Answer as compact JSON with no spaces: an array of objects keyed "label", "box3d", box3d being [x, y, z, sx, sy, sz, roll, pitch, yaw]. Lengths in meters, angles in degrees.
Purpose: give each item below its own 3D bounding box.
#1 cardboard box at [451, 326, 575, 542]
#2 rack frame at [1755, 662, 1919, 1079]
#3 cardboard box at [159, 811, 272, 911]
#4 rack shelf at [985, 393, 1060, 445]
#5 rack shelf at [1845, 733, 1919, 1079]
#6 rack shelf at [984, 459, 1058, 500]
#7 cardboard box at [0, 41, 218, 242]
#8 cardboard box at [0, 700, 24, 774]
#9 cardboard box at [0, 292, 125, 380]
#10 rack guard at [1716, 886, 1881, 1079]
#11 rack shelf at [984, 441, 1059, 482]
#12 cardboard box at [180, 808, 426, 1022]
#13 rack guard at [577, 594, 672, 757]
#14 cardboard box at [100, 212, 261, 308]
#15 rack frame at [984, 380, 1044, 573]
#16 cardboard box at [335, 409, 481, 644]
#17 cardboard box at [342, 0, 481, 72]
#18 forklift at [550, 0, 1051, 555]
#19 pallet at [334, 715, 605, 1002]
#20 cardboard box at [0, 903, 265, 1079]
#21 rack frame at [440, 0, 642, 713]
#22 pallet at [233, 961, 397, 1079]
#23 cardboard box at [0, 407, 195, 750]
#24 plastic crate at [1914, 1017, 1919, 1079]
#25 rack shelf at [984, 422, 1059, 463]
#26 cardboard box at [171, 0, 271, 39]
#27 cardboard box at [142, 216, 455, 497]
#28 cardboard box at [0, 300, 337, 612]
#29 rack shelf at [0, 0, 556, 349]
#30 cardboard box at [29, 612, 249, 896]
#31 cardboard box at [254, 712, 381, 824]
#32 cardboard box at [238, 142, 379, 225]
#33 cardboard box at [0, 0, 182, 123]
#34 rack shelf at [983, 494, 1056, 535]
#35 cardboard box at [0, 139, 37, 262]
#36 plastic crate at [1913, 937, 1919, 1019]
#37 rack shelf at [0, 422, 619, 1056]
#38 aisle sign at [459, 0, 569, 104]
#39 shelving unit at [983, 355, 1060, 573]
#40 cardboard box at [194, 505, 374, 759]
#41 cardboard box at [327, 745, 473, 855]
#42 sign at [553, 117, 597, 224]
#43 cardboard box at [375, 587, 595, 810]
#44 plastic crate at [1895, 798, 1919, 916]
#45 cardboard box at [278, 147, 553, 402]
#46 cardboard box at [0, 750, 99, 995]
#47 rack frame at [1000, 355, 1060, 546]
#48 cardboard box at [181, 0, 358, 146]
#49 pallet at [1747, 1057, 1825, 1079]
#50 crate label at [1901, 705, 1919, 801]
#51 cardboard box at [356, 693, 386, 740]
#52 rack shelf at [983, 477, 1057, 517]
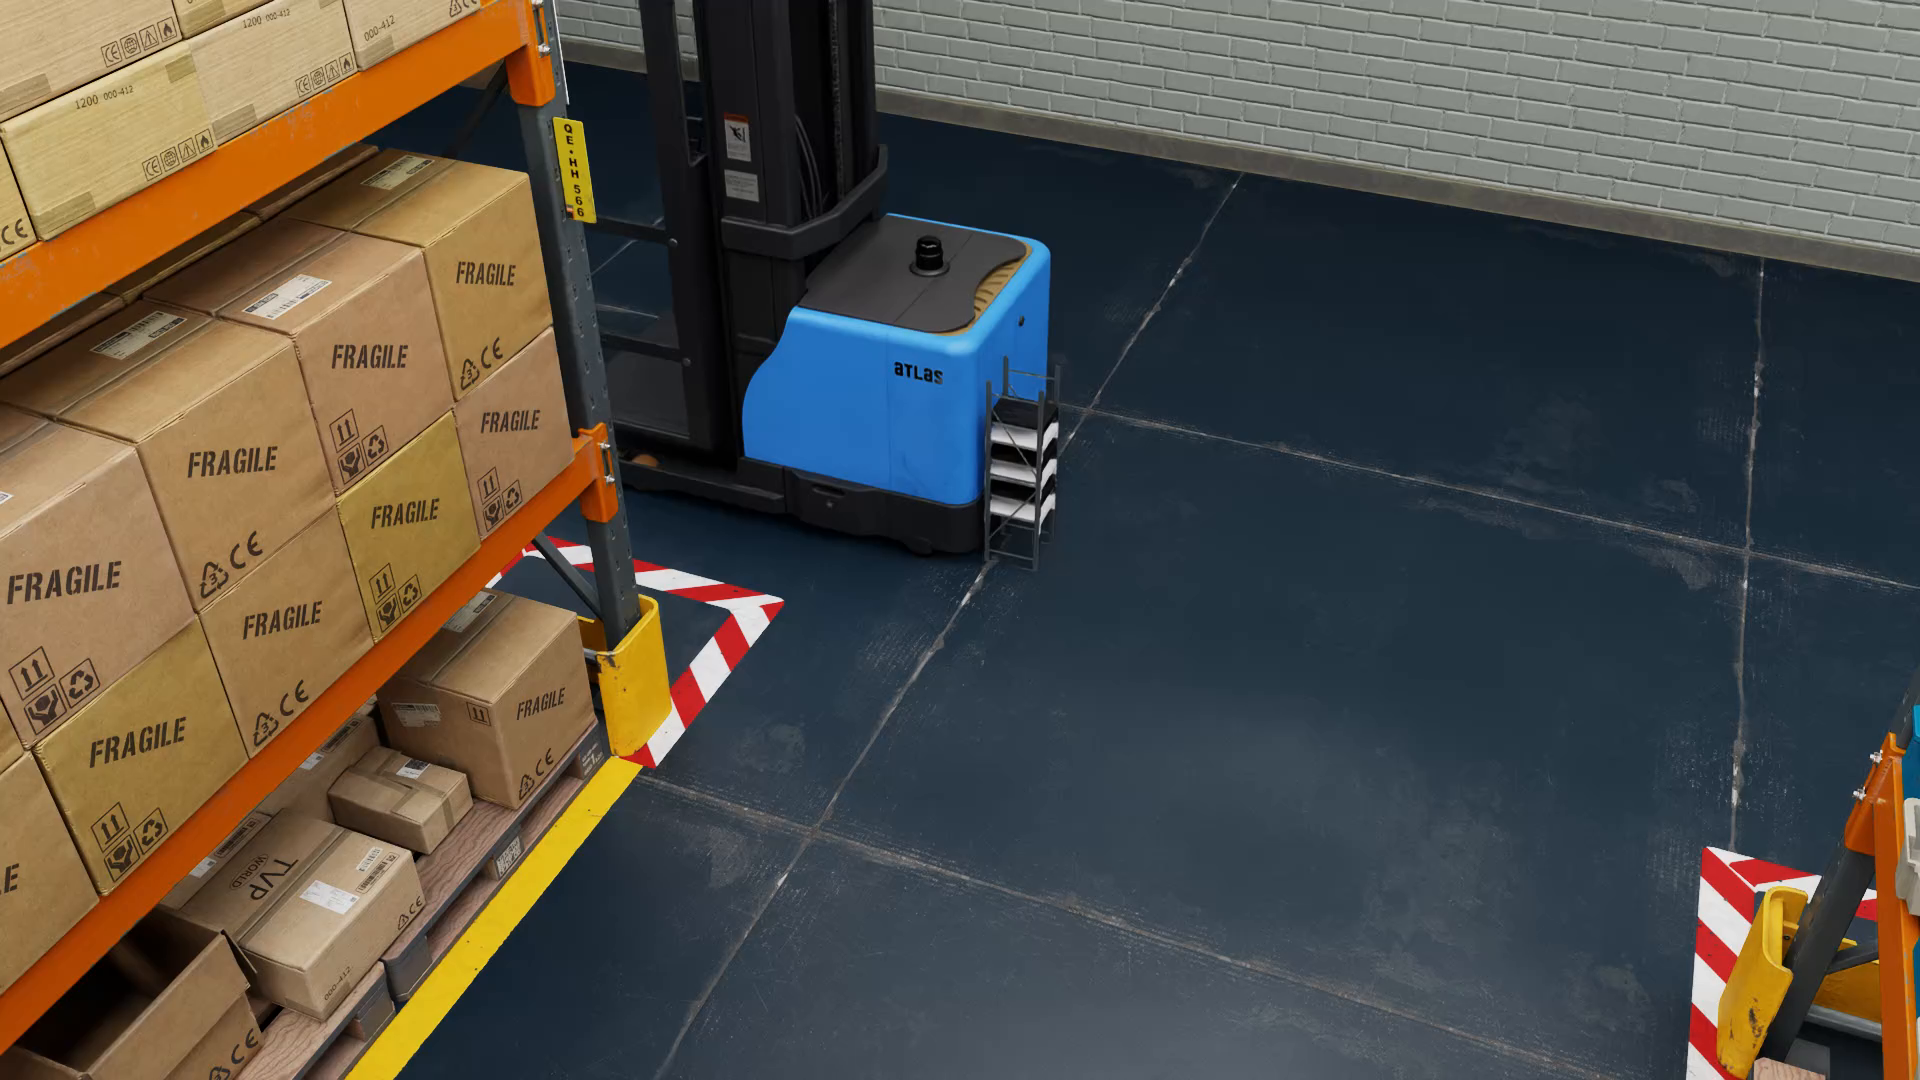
[{"label":"cardboard box","box3d":[-1.581,-0.385,5.176,0.500,0.500,0.500,15,39,19]},{"label":"rack frame","box3d":[2.917,0.475,4.109,1.000,3.000,0.127,14,39,18]},{"label":"cardboard box","box3d":[-2.512,1.060,5.255,0.500,0.250,0.500,14,39,18]},{"label":"rack shelf","box3d":[0.253,-0.495,6.765,0.258,0.077,0.200,13,39,16]},{"label":"rack shelf","box3d":[2.156,1.871,2.842,1.077,0.370,4.000,14,39,18]},{"label":"rack shelf","box3d":[0.253,-0.278,6.926,0.258,0.077,0.200,13,39,16]},{"label":"cardboard box","box3d":[-1.992,-0.898,3.566,0.500,0.250,0.500,14,39,18]},{"label":"cardboard box","box3d":[-2.353,0.352,3.355,0.500,0.500,0.500,13,39,16]},{"label":"cardboard box","box3d":[-2.462,-0.343,4.285,0.500,0.500,0.500,14,39,18]},{"label":"rack guard","box3d":[2.914,1.460,4.879,1.175,0.500,0.348,14,39,18]},{"label":"rack shelf","box3d":[0.253,-0.350,6.872,0.258,0.077,0.200,13,39,16]},{"label":"cardboard box","box3d":[-2.030,1.146,5.140,0.500,0.250,0.500,14,39,18]},{"label":"rack guard","box3d":[-1.691,0.388,6.313,1.175,0.500,0.348,14,39,18]},{"label":"cardboard box","box3d":[-2.267,-0.619,4.654,0.500,0.500,0.500,14,39,18]},{"label":"rack frame","box3d":[0.217,-0.248,6.830,0.240,0.900,0.006,13,39,16]},{"label":"cardboard box","box3d":[-1.775,-0.097,4.791,0.500,0.500,0.500,14,39,18]},{"label":"cardboard box","box3d":[-1.614,-1.452,4.307,0.500,0.250,0.500,14,39,18]},{"label":"forklift","box3d":[-1.162,-1.672,7.039,3.031,2.935,1.130,14,39,17]},{"label":"pallet","box3d":[-1.993,0.946,5.809,1.003,0.211,1.213,14,39,18]},{"label":"cardboard box","box3d":[-2.474,1.342,4.667,0.797,0.503,0.637,14,39,18]},{"label":"rack frame","box3d":[-1.662,-0.655,5.621,1.000,3.000,0.127,14,39,18]},{"label":"pallet","box3d":[-2.459,1.619,4.908,1.003,0.211,1.213,14,39,18]},{"label":"cardboard box","box3d":[-2.157,0.066,3.738,0.500,0.500,0.500,15,39,19]},{"label":"plastic crate","box3d":[2.062,1.153,3.372,0.250,0.136,0.298,14,39,18]},{"label":"rack shelf","box3d":[0.253,-0.422,6.819,0.258,0.077,0.200,13,39,16]},{"label":"cardboard box","box3d":[-1.812,-1.377,3.789,0.500,0.250,0.500,14,39,18]},{"label":"cardboard box","box3d":[-1.769,-0.507,4.504,0.500,0.500,0.500,15,39,19]},{"label":"cardboard box","box3d":[-1.962,-0.219,4.118,0.500,0.500,0.500,15,39,19]},{"label":"rack shelf","box3d":[-2.423,-0.461,3.457,1.077,0.370,4.000,14,39,18]},{"label":"cardboard box","box3d":[-2.162,0.457,4.050,0.500,0.500,0.500,13,39,17]},{"label":"cardboard box","box3d":[-2.322,0.783,5.626,0.500,0.250,0.500,14,39,18]},{"label":"cardboard box","box3d":[-2.075,-0.910,5.043,0.500,0.500,0.500,15,39,19]},{"label":"cardboard box","box3d":[-2.006,-1.101,3.420,0.500,0.250,0.500,14,39,18]},{"label":"rack shelf","box3d":[0.253,-0.134,7.034,0.258,0.077,0.200,13,39,16]},{"label":"cardboard box","box3d":[-2.198,-0.625,3.200,0.500,0.250,0.500,14,39,18]},{"label":"plastic crate","box3d":[2.268,0.945,3.571,0.416,0.233,0.300,14,39,18]},{"label":"rack shelf","box3d":[-2.423,0.740,4.355,1.077,0.370,4.000,14,39,18]},{"label":"aisle sign","box3d":[-1.353,-1.664,4.800,0.394,0.787,0.004,14,39,18]},{"label":"shelving unit","box3d":[0.253,-0.305,6.906,0.258,0.900,0.210,13,39,16]},{"label":"cardboard box","box3d":[-1.970,0.178,4.423,0.500,0.500,0.500,14,39,18]},{"label":"cardboard box","box3d":[-1.879,0.864,5.587,0.380,0.166,0.250,14,39,18]},{"label":"sign","box3d":[-1.156,-1.108,4.996,0.100,0.325,0.005,14,39,18]},{"label":"cardboard box","box3d":[-1.641,0.527,5.760,0.500,0.500,0.500,14,39,18]},{"label":"plastic crate","box3d":[2.320,0.777,3.875,0.250,0.136,0.298,14,39,18]},{"label":"cardboard box","box3d":[-1.577,-0.787,4.878,0.500,0.500,0.500,14,39,17]},{"label":"cardboard box","box3d":[-2.354,0.739,3.673,0.500,0.500,0.500,14,39,18]},{"label":"rack frame","box3d":[0.289,-0.362,6.983,0.240,0.900,0.006,13,39,16]},{"label":"cardboard box","box3d":[-1.814,-1.178,3.940,0.500,0.250,0.500,14,39,18]},{"label":"pallet","box3d":[2.568,2.040,4.344,1.003,0.211,1.213,14,39,18]},{"label":"crate label","box3d":[2.519,0.580,4.058,0.416,0.233,0.303,14,39,18]},{"label":"cardboard box","box3d":[-2.234,0.596,5.947,0.380,0.166,0.250,14,39,18]},{"label":"rack shelf","box3d":[0.253,-0.206,6.980,0.258,0.077,0.200,13,39,16]}]
